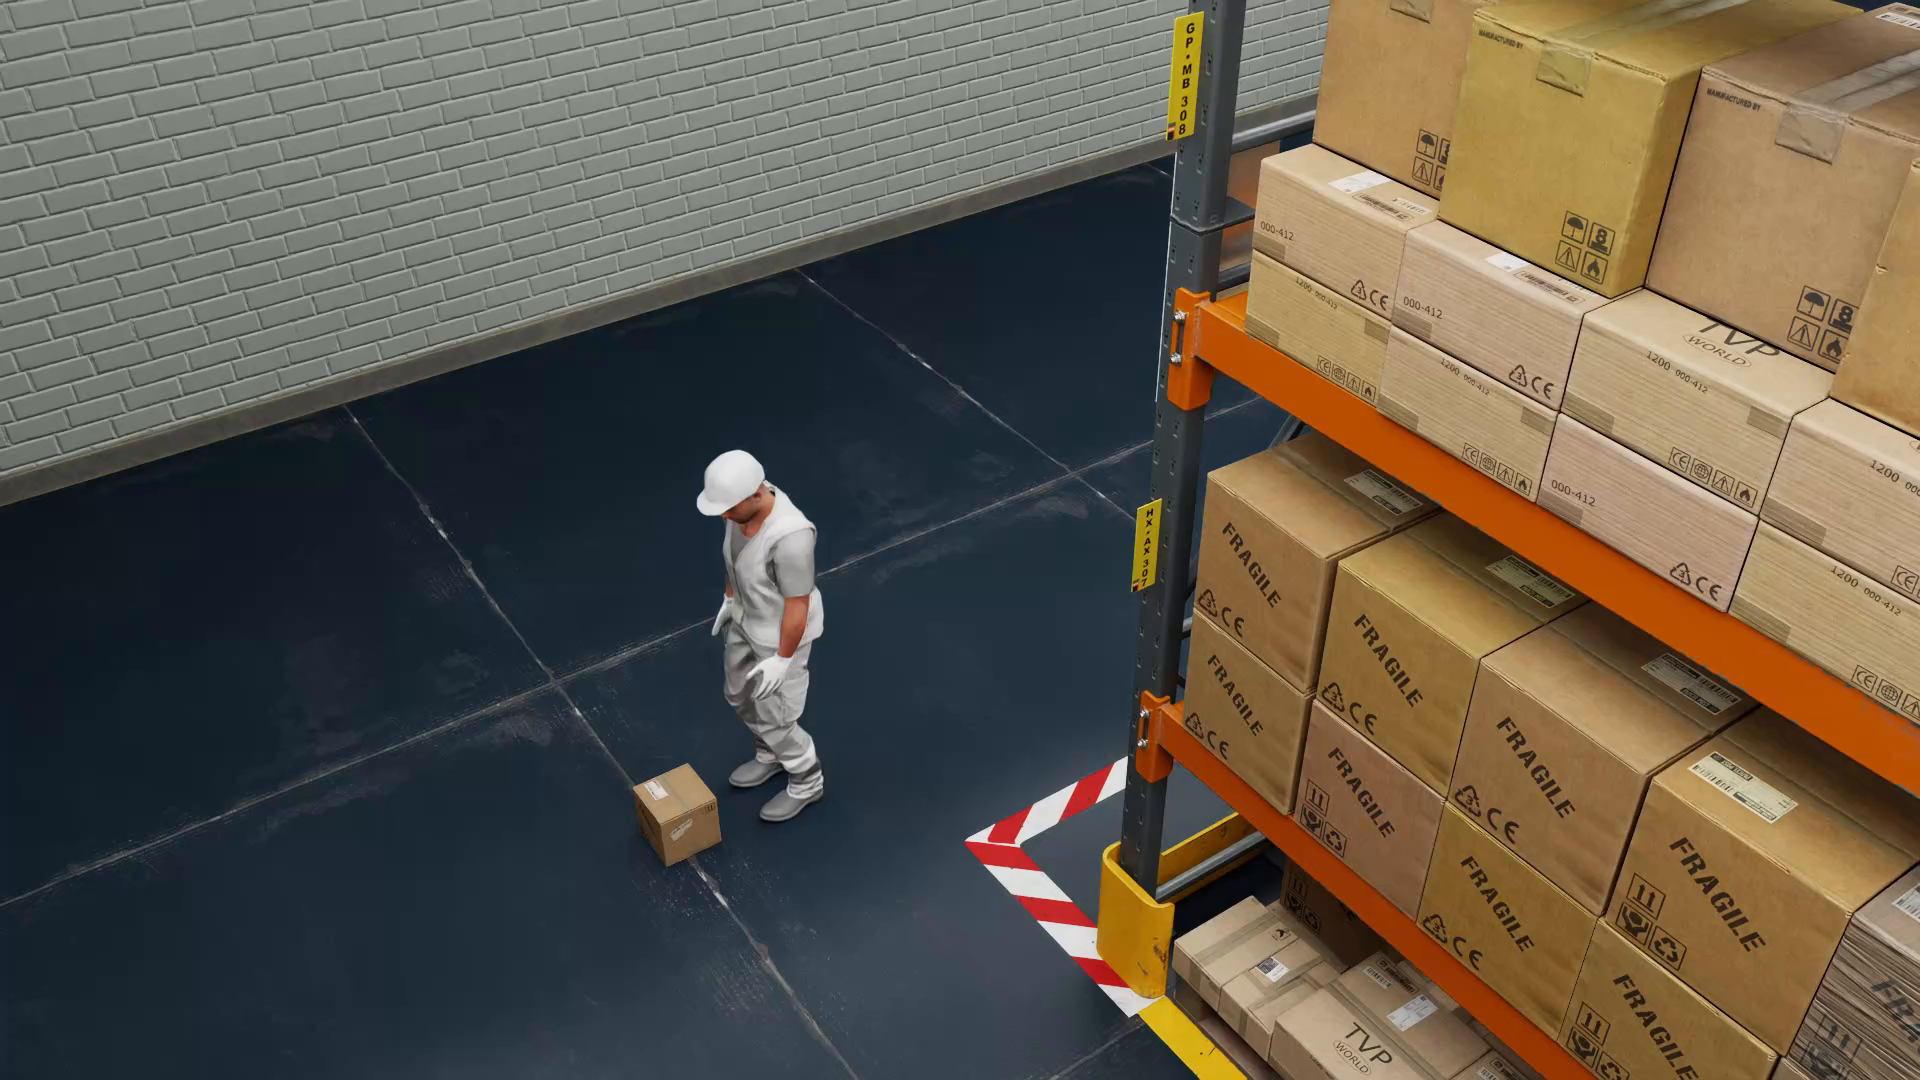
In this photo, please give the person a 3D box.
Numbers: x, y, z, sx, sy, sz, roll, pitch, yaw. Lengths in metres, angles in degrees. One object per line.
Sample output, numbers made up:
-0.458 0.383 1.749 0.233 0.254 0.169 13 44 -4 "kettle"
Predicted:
-0.760 0.371 6.512 0.443 1.743 0.541 -21 41 -27 "person"
